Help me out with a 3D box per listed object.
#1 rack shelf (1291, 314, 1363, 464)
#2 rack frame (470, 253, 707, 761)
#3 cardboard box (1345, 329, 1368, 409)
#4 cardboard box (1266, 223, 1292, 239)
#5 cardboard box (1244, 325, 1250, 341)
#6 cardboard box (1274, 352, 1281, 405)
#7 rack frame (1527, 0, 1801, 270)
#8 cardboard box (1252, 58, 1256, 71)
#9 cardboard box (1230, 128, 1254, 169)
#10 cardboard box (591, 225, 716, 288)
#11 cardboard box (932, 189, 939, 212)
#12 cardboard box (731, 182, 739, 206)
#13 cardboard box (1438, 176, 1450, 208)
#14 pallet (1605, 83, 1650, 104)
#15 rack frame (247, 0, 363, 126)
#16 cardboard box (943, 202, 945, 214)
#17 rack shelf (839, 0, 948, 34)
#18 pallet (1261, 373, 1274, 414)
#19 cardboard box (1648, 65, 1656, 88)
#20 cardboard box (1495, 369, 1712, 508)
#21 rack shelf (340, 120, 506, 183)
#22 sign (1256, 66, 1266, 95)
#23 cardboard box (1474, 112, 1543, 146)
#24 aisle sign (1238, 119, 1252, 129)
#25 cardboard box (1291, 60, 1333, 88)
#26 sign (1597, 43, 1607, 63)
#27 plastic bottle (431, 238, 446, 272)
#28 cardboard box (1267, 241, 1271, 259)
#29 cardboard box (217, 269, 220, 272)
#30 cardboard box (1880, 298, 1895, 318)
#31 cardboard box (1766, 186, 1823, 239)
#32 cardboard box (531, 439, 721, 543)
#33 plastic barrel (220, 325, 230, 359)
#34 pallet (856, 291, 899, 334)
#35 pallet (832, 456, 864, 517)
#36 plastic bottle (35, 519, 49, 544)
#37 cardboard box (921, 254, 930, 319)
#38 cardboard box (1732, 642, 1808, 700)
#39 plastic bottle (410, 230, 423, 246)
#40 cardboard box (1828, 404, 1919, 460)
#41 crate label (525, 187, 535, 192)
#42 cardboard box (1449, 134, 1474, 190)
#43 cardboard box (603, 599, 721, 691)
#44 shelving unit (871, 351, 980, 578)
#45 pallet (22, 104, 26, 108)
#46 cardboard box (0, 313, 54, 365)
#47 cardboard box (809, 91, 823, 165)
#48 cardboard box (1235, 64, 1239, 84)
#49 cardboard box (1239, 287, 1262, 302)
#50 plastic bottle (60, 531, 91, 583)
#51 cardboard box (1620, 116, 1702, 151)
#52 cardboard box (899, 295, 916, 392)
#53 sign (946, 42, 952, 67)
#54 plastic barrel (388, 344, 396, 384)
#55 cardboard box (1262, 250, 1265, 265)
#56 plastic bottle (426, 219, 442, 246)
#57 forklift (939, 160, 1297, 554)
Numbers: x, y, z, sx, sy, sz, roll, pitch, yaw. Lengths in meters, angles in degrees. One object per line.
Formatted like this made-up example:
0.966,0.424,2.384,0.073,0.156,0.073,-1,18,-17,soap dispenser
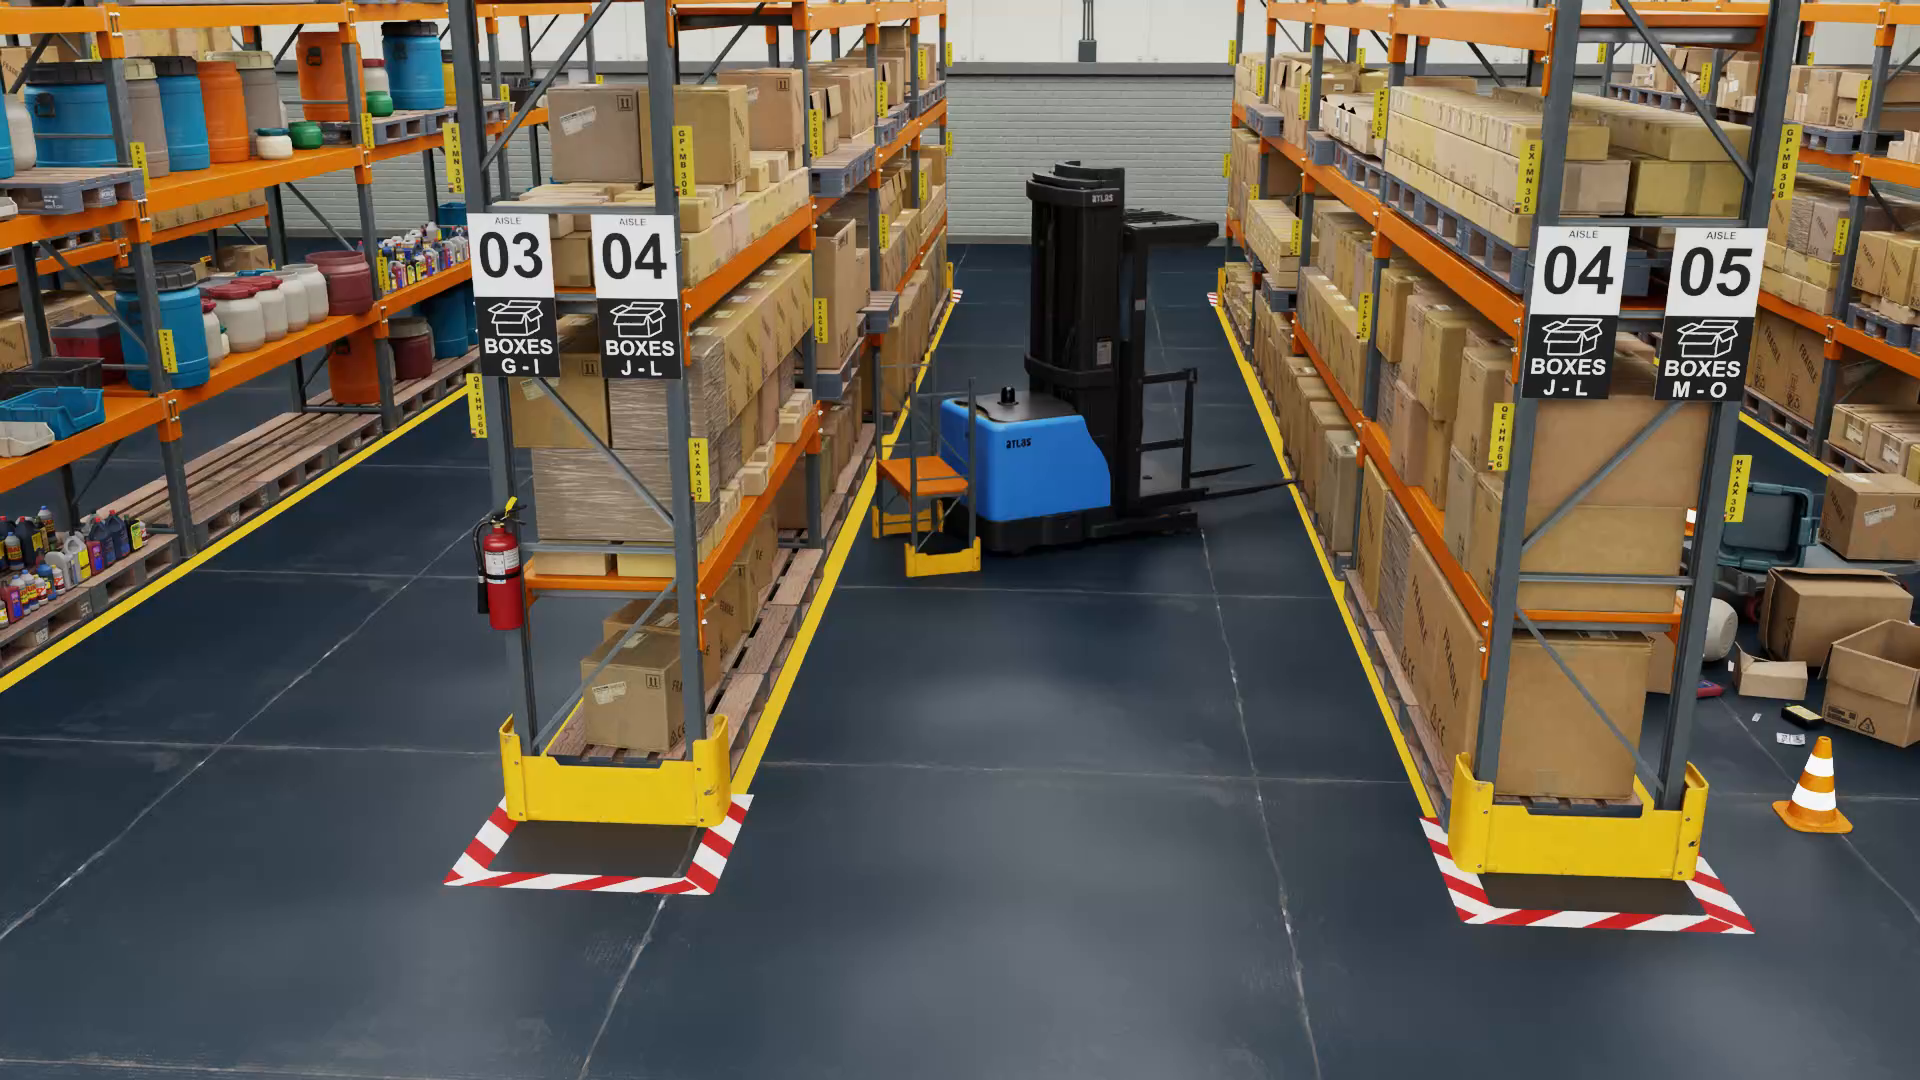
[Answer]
3.528,-1.328,13.815,1.077,0.370,4.000,1,18,4,rack shelf
-1.842,0.051,8.449,1.000,3.000,0.127,1,18,4,rack frame
3.156,-1.264,12.304,0.500,0.500,0.500,1,18,4,cardboard box
3.327,-3.134,16.943,0.380,0.149,0.250,1,18,4,cardboard box
3.647,-2.508,20.163,0.380,0.149,0.250,2,18,5,cardboard box
3.499,-1.674,17.055,0.500,0.500,0.500,2,18,6,cardboard box
3.098,-2.657,7.081,1.000,3.000,0.127,1,18,4,rack frame
3.775,-5.820,20.349,0.380,0.149,0.250,1,18,4,cardboard box
3.948,-5.306,22.556,0.500,0.500,0.500,1,18,4,cardboard box
-1.549,-1.447,8.444,0.500,0.250,0.500,2,18,6,cardboard box
-0.538,-4.516,22.151,0.500,0.250,0.500,1,18,2,cardboard box
-1.464,-1.976,9.419,0.380,0.149,0.250,0,18,1,cardboard box
2.894,-1.944,9.290,0.380,0.149,0.250,2,18,5,cardboard box
9.147,-5.849,21.782,1.003,0.211,1.213,1,18,4,pallet
-6.209,-5.395,15.435,1.000,3.000,0.127,1,18,4,rack frame
-0.409,-4.600,23.047,0.380,0.149,0.250,1,18,4,cardboard box
-0.838,-6.616,20.959,1.077,0.370,4.000,1,18,4,rack shelf
3.819,-1.587,17.926,1.003,0.211,1.213,1,18,4,pallet
9.033,-5.863,20.990,0.500,0.311,0.500,2,18,5,cardboard box
3.163,-0.505,8.173,0.875,0.550,0.550,1,18,4,cardboard box
-6.065,-4.249,17.910,1.077,0.370,4.000,1,18,4,rack shelf
3.417,-5.214,18.872,0.100,0.325,0.005,1,18,4,sign
2.839,-2.088,8.450,0.380,0.149,0.250,2,18,5,cardboard box
3.951,-6.041,22.866,0.394,0.787,0.004,1,18,4,aisle sign
3.513,-4.659,16.618,0.396,0.266,0.258,1,18,4,cardboard box
8.637,-6.589,22.367,0.100,0.325,0.005,1,18,4,sign
-5.740,-3.128,18.231,0.144,0.351,0.185,1,18,4,plastic bottle
3.305,-2.919,16.765,0.380,0.149,0.250,1,18,4,cardboard box
-10.948,-3.872,24.295,0.380,0.149,0.250,1,18,4,cardboard box
8.288,-2.024,14.513,0.380,0.149,0.250,0,18,0,cardboard box
8.507,-3.372,17.130,0.500,0.500,0.500,1,18,3,cardboard box
-1.775,-0.308,8.907,0.875,0.500,0.500,1,18,4,cardboard box
-6.247,-1.643,13.844,0.301,0.262,0.301,0,18,0,plastic barrel
-1.213,-2.118,15.379,1.213,0.211,1.003,1,18,4,pallet
-1.416,-0.488,14.572,1.003,0.211,1.213,1,18,4,pallet
-6.963,-0.060,12.577,0.097,0.201,0.097,0,18,0,plastic bottle
-0.854,-3.069,20.709,0.875,0.875,0.875,1,18,4,cardboard box
5.099,0.825,10.478,0.396,0.266,0.258,4,19,13,cardboard box
-6.361,-3.478,19.420,0.152,0.276,0.135,1,18,4,plastic bottle
8.566,-0.988,15.166,0.950,0.372,0.625,0,18,0,cardboard box
-5.981,-4.908,23.757,0.416,0.233,0.303,1,18,4,crate label
2.928,-2.019,8.877,0.500,0.250,0.500,1,18,4,cardboard box
-1.772,0.660,9.933,0.500,0.500,0.500,6,19,18,cardboard box
-0.280,-0.613,12.886,0.587,1.500,1.083,-6,19,-16,shelving unit
-11.050,-4.711,18.467,1.213,0.211,1.003,1,18,4,pallet
-10.726,-2.292,18.910,0.500,0.500,0.500,1,18,2,cardboard box
-1.423,-3.009,12.131,0.797,0.503,0.637,0,18,1,cardboard box
3.954,-6.234,22.252,0.500,0.250,0.500,2,18,5,cardboard box
3.737,-3.100,21.015,0.380,0.149,0.250,0,18,1,cardboard box
-6.291,0.115,11.804,0.144,0.351,0.185,1,18,4,plastic bottle
3.476,-1.992,8.157,0.380,0.149,0.250,1,18,3,cardboard box
-1.127,-2.114,17.794,1.225,0.875,0.875,1,18,4,cardboard box
-0.155,-6.710,22.972,0.100,0.325,0.005,1,18,4,sign
-6.239,-1.891,17.697,0.421,0.512,0.421,0,18,0,plastic barrel
3.346,-2.933,17.286,0.380,0.149,0.250,2,18,6,cardboard box
-6.273,-3.648,19.818,0.144,0.351,0.185,1,18,4,plastic bottle
1.384,-1.576,13.525,3.031,2.935,1.130,-9,20,-24,forklift
